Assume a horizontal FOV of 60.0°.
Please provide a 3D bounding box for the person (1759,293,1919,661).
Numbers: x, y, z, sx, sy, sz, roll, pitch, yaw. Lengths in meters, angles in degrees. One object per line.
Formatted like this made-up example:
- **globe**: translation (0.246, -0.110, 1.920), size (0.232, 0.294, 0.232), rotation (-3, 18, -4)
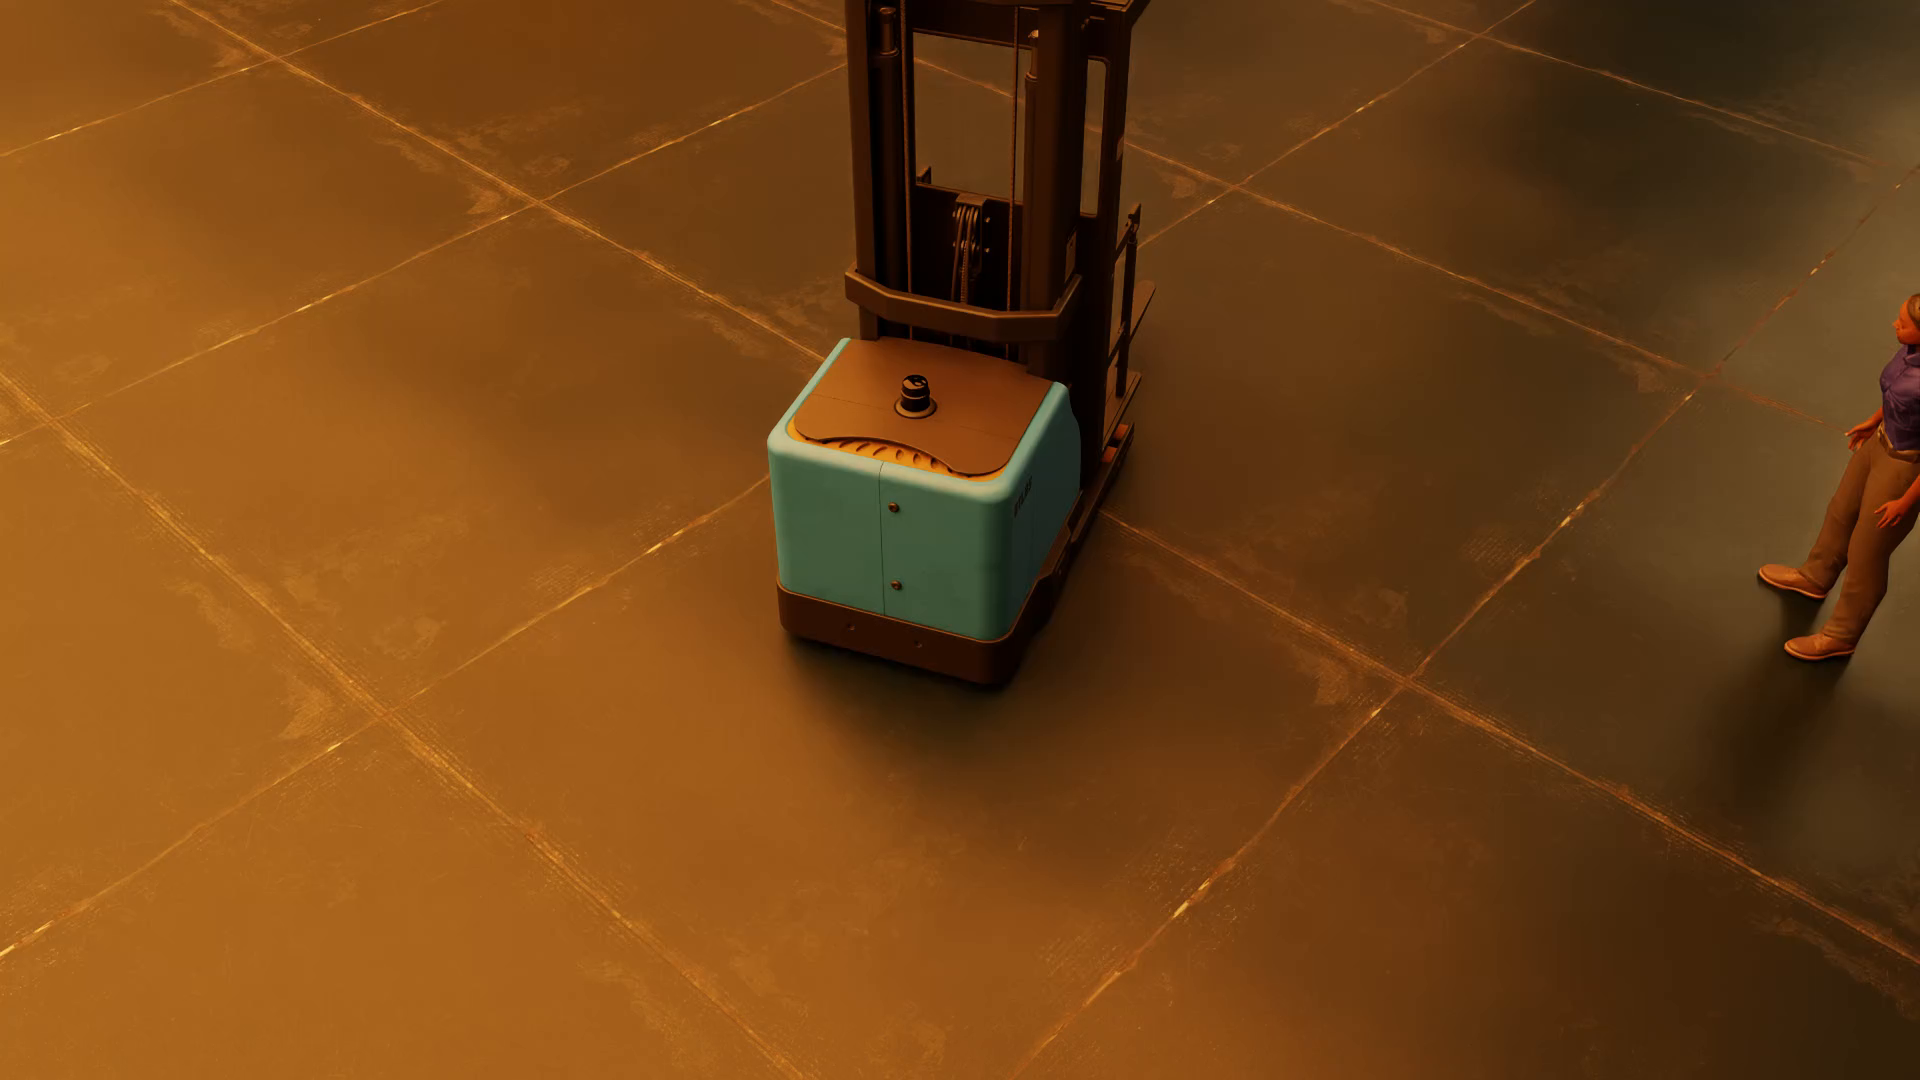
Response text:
- **person**: translation (3.742, -0.288, 6.750), size (0.406, 1.660, 0.613), rotation (9, 41, 10)

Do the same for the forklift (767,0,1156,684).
- **forklift**: translation (0.211, -1.484, 7.158), size (1.130, 2.935, 3.031), rotation (14, 42, 15)
